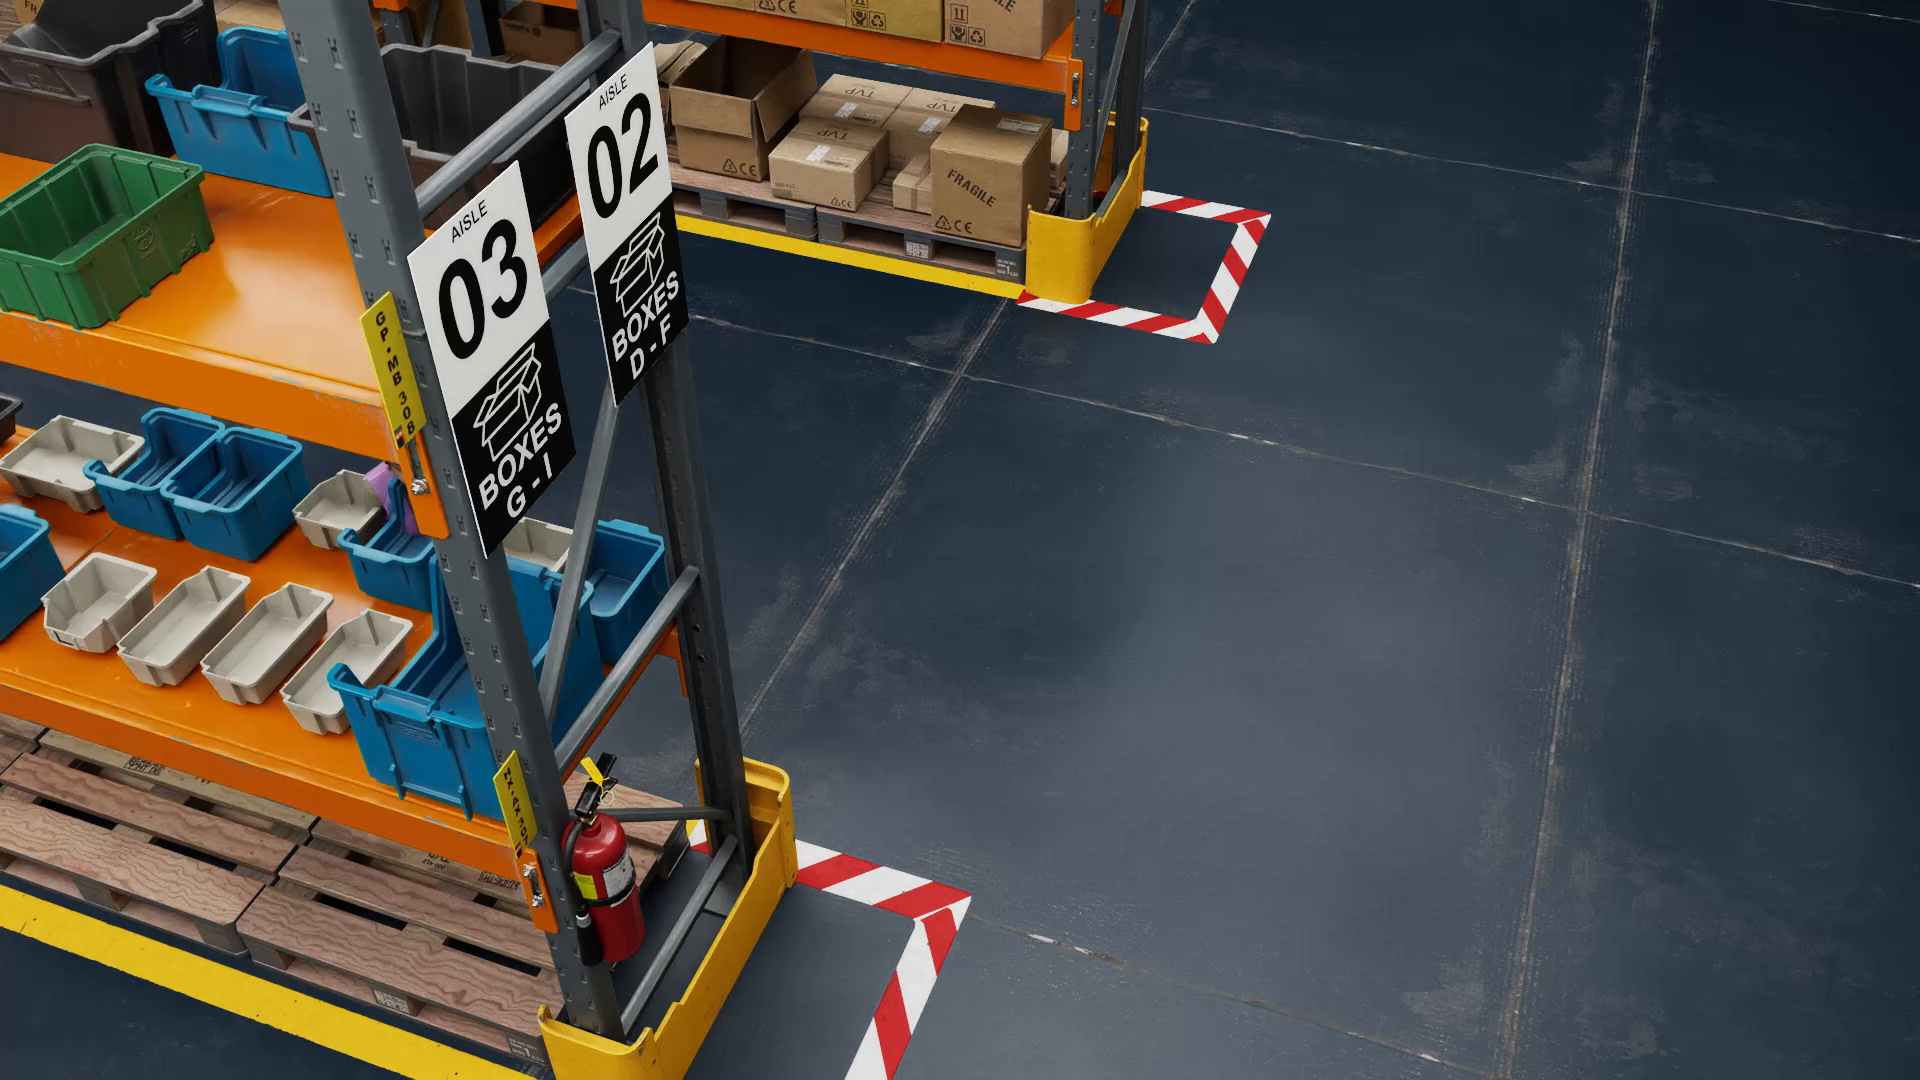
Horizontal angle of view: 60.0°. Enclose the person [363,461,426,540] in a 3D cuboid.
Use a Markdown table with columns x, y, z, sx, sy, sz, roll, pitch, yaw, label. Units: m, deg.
| x | y | z | sx | sy | sz | roll | pitch | yaw | label |
| --- | --- | --- | --- | --- | --- | --- | --- | --- | --- |
| -1.739 | 0.181 | 5.656 | 0.486 | 1.594 | 0.341 | -7 | 43 | -8 | person |
